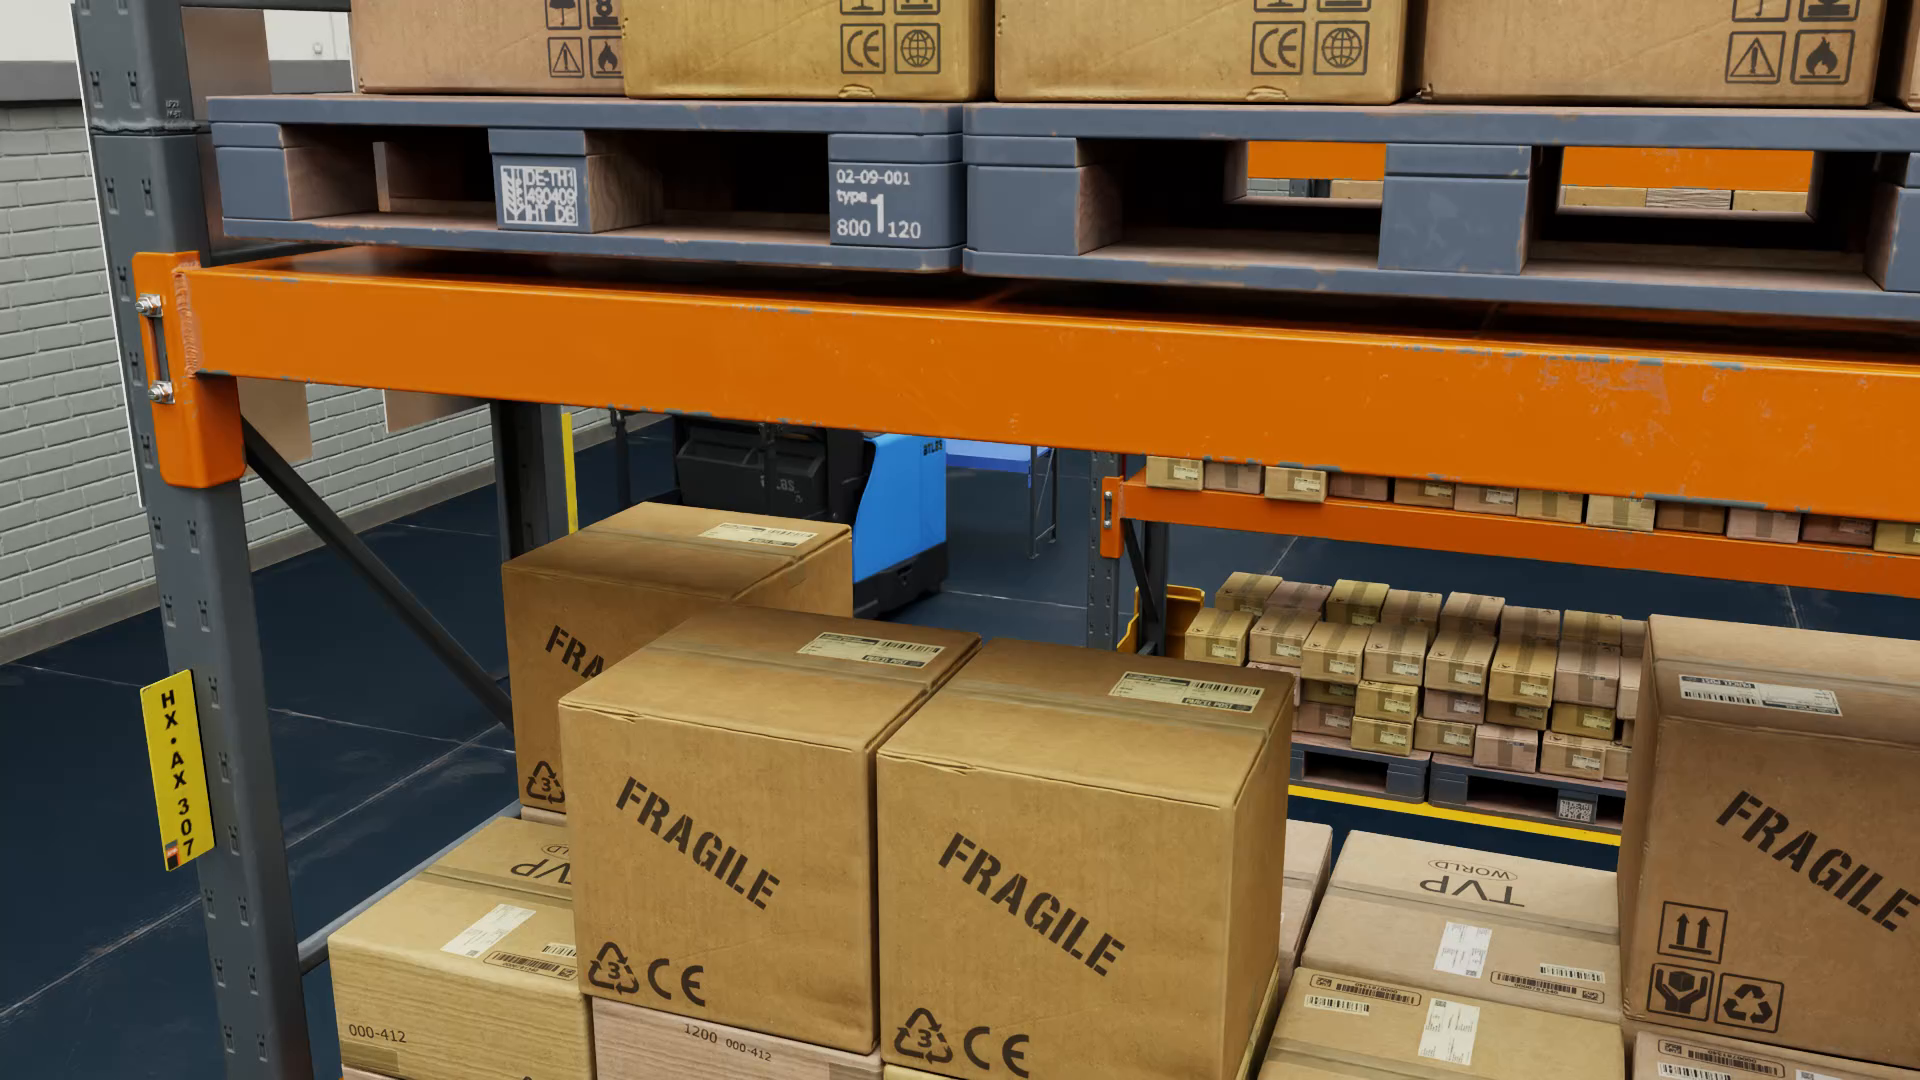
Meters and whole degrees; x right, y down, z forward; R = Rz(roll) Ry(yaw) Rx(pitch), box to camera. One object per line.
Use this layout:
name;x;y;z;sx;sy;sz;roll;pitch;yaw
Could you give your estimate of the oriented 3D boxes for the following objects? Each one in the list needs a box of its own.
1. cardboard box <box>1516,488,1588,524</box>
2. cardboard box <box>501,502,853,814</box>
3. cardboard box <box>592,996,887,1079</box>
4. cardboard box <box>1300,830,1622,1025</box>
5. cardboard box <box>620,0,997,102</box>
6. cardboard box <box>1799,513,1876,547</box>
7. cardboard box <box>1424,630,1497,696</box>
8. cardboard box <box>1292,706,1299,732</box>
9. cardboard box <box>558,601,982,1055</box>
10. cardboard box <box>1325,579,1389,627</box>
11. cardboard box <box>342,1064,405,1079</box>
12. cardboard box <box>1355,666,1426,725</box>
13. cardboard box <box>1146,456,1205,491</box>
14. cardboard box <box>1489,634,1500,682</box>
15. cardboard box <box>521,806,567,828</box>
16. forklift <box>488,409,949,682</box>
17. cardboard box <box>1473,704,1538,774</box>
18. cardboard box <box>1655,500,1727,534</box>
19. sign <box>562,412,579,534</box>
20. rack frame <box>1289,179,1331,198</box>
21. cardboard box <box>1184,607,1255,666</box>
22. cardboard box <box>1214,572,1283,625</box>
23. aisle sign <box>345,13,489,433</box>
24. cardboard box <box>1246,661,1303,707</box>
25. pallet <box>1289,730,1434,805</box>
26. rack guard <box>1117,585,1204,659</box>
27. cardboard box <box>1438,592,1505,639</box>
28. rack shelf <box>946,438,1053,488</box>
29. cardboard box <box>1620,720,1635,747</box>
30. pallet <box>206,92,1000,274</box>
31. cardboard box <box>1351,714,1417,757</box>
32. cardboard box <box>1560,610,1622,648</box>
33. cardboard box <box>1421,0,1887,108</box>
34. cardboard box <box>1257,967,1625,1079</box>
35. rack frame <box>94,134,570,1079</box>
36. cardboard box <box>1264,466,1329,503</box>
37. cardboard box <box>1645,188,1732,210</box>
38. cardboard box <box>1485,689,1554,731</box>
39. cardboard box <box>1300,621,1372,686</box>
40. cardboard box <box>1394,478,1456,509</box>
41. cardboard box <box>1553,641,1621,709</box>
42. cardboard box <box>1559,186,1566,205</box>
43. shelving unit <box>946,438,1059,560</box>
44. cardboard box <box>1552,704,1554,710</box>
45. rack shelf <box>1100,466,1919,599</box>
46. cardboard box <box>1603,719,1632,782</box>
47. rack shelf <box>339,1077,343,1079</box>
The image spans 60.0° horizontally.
cardboard box;2.470;-0.196;6.918;0.250;0.149;0.380;7;18;23
cardboard box;-0.545;0.246;3.337;0.500;0.500;0.500;7;17;21
cardboard box;-0.261;0.795;2.791;0.500;0.250;0.500;6;17;20
cardboard box;0.885;0.761;2.906;0.500;0.250;0.500;6;17;21
cardboard box;-0.112;-0.915;2.453;0.500;0.500;0.700;6;17;19
cardboard box;3.468;-0.105;6.604;0.250;0.149;0.380;6;17;19
cardboard box;2.186;0.533;7.250;0.250;0.149;0.380;7;18;23
cardboard box;1.463;0.729;7.644;0.250;0.149;0.380;6;17;20
cardboard box;-0.282;0.434;2.687;0.500;0.500;0.500;6;17;19
cardboard box;1.905;0.323;7.973;0.250;0.149;0.380;6;17;19
cardboard box;-0.885;0.938;3.014;0.250;0.149;0.380;6;17;21
cardboard box;1.906;0.663;7.336;0.250;0.149;0.380;7;18;22
cardboard box;1.000;-0.342;7.422;0.250;0.149;0.380;6;17;20
cardboard box;2.386;0.526;7.808;0.250;0.149;0.380;7;17;21
cardboard box;-0.546;0.605;3.445;0.500;0.250;0.500;6;17;20
forklift;-1.253;-0.835;8.793;1.130;2.935;3.031;9;19;29
cardboard box;2.366;0.856;7.204;0.250;0.149;0.380;5;17;18
cardboard box;2.971;-0.153;6.772;0.250;0.149;0.380;6;17;20
sign;-0.883;-0.114;3.684;0.005;0.325;0.100;6;17;21
rack frame;2.542;-1.875;12.252;0.127;3.000;1.000;6;17;21
cardboard box;1.182;0.443;7.562;0.250;0.149;0.380;5;17;18
cardboard box;1.405;0.289;8.090;0.250;0.149;0.380;6;17;21
aisle sign;-1.051;-0.638;3.330;0.004;0.787;0.394;6;17;21
cardboard box;1.447;0.607;7.531;0.250;0.149;0.380;6;17;20
pallet;1.633;0.858;7.838;1.213;0.211;1.003;6;17;21
rack guard;0.890;0.627;8.116;0.348;0.500;1.175;6;17;21
cardboard box;2.393;0.379;7.780;0.250;0.149;0.380;7;18;23
rack shelf;0.079;-0.539;10.985;1.000;0.185;0.538;6;17;21
cardboard box;2.935;0.751;7.033;0.250;0.149;0.380;5;17;18
pallet;-0.401;-0.630;2.741;1.213;0.211;1.003;6;17;21
cardboard box;1.894;0.807;7.374;0.250;0.149;0.380;7;17;21
cardboard box;2.851;0.455;7.521;0.250;0.149;0.380;6;17;21
cardboard box;0.944;-0.845;2.211;0.500;0.500;0.700;7;18;23
cardboard box;0.692;0.899;2.431;0.500;0.250;0.500;6;17;20
rack frame;-1.095;0.695;3.399;0.127;3.000;1.000;6;17;21
cardboard box;1.483;-0.285;7.227;0.250;0.149;0.380;6;17;19
cardboard box;4.776;-2.074;10.966;0.500;0.500;0.500;7;17;21
cardboard box;2.455;0.683;7.269;0.250;0.149;0.380;7;18;23
cardboard box;1.670;0.499;7.369;0.250;0.149;0.380;6;17;20
cardboard box;2.018;-0.260;7.141;0.250;0.149;0.380;6;17;20
cardboard box;2.683;0.573;7.113;0.250;0.149;0.380;6;17;21
cardboard box;3.848;-2.179;11.325;0.500;0.500;0.500;6;17;20
shelving unit;0.079;-0.712;10.934;1.048;1.500;0.538;6;17;21
cardboard box;2.825;0.746;7.584;0.250;0.149;0.380;7;18;22
rack shelf;2.680;-0.031;7.190;4.000;0.370;1.077;6;17;21
cardboard box;2.870;0.894;7.074;0.250;0.149;0.380;7;17;22
rack shelf;0.766;1.245;2.794;4.000;0.370;1.077;6;17;21
